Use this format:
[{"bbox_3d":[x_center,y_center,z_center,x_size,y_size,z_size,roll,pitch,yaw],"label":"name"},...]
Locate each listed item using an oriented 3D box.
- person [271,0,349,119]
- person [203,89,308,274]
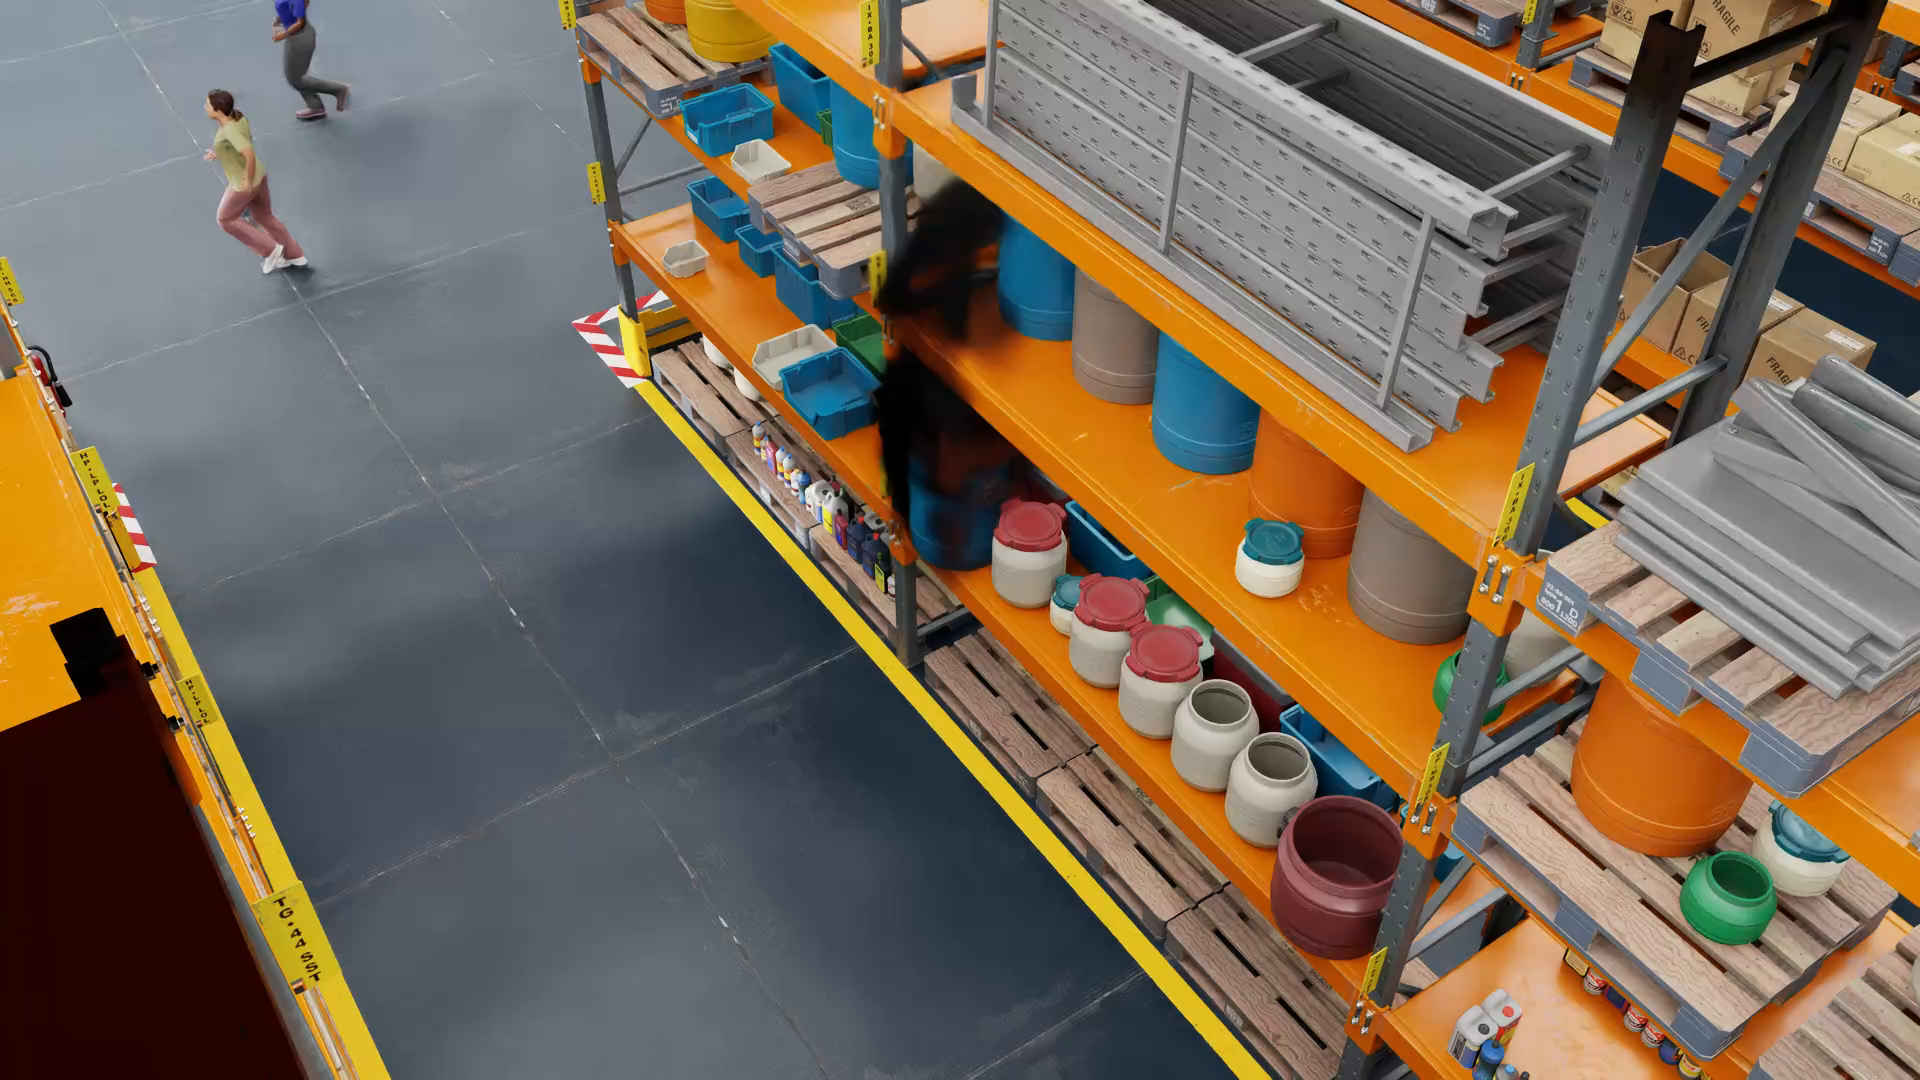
[{"bbox_3d":[-6.199,-4.755,15.749,0.588,1.593,0.575,-8,43,-9],"label":"person"},{"bbox_3d":[-5.915,-2.955,13.766,0.616,1.606,0.562,-1,43,-1],"label":"person"}]
